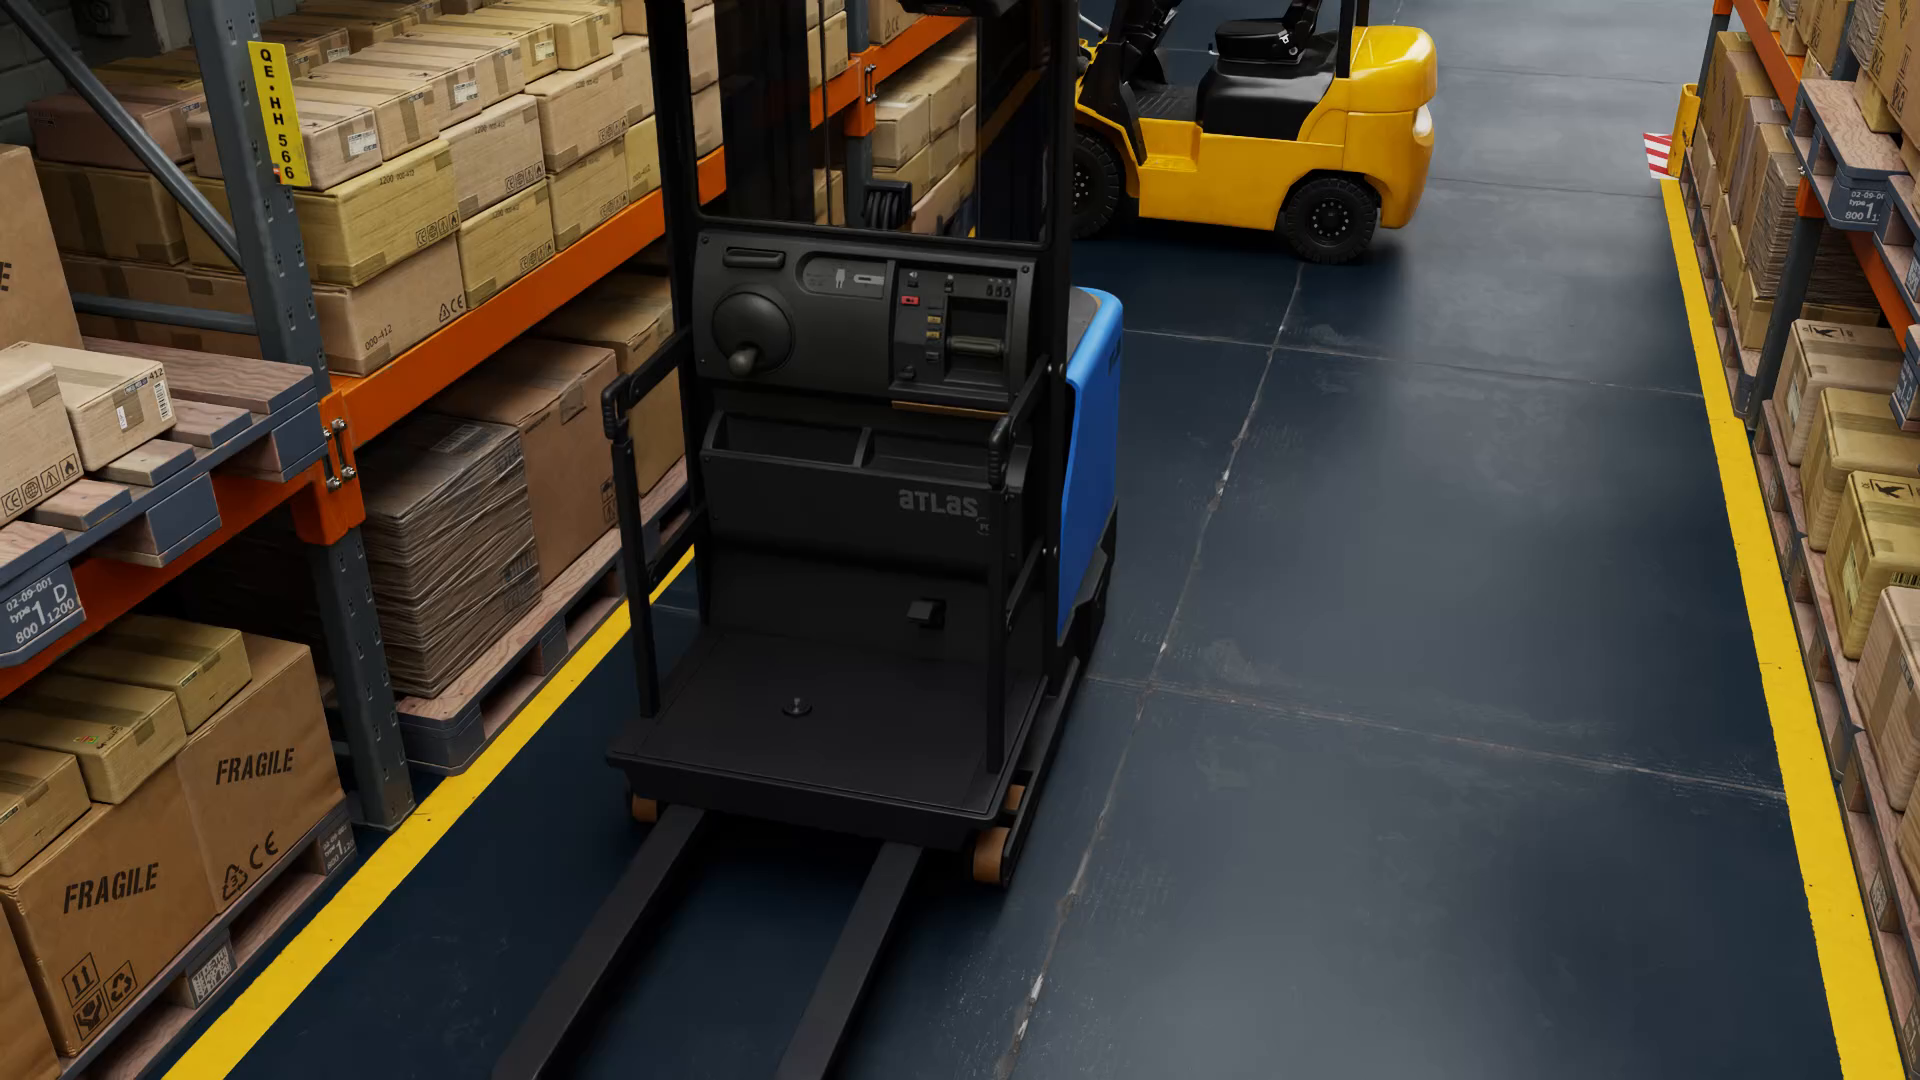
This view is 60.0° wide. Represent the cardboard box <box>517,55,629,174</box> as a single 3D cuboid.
[{"bbox_3d":[-1.395,-1.369,5.266,0.500,0.250,0.500,8,30,14],"label":"cardboard box"}]

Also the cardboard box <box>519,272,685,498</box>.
[{"bbox_3d":[-1.500,-0.623,6.296,0.875,0.625,0.625,7,30,13],"label":"cardboard box"}]

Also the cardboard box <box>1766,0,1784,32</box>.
[{"bbox_3d":[4.085,-2.519,7.952,0.380,0.149,0.250,9,30,15],"label":"cardboard box"}]

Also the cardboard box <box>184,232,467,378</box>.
[{"bbox_3d":[-1.714,-0.678,4.537,0.500,0.250,0.500,9,30,15],"label":"cardboard box"}]

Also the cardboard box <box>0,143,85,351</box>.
[{"bbox_3d":[-2.379,-0.582,3.676,0.500,0.500,0.500,10,31,17],"label":"cardboard box"}]

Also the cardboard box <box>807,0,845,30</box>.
[{"bbox_3d":[-0.804,-2.319,6.973,0.500,0.250,0.500,8,30,14],"label":"cardboard box"}]

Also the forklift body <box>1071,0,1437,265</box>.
[{"bbox_3d":[1.457,-2.777,9.030,2.313,2.155,1.214,8,30,15],"label":"forklift body"}]

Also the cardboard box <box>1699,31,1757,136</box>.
[{"bbox_3d":[4.509,-2.546,9.367,0.500,0.500,0.500,7,30,13],"label":"cardboard box"}]

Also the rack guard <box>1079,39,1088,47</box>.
[{"bbox_3d":[0.277,-3.208,11.503,1.175,0.500,0.348,8,30,15],"label":"rack guard"}]

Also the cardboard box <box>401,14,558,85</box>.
[{"bbox_3d":[-1.465,-1.497,5.085,0.380,0.149,0.250,9,30,15],"label":"cardboard box"}]

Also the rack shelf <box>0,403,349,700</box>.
[{"bbox_3d":[-2.665,0.672,2.697,1.077,0.370,4.000,8,30,15],"label":"rack shelf"}]

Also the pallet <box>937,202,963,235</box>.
[{"bbox_3d":[-0.631,-1.576,8.865,1.003,0.211,1.213,8,30,15],"label":"pallet"}]

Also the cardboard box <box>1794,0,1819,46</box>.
[{"bbox_3d":[3.879,-2.380,7.034,0.500,0.500,0.500,10,30,17],"label":"cardboard box"}]

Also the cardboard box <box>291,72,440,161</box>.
[{"bbox_3d":[-1.626,-1.129,4.424,0.380,0.149,0.250,9,30,16],"label":"cardboard box"}]

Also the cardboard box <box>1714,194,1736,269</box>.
[{"bbox_3d":[4.059,-1.504,8.264,0.500,0.250,0.500,9,30,16],"label":"cardboard box"}]

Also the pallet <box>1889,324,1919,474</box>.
[{"bbox_3d":[2.775,-0.128,3.592,1.213,0.211,1.003,8,30,15],"label":"pallet"}]

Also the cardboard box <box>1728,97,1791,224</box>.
[{"bbox_3d":[4.055,-1.821,8.063,0.500,0.500,0.500,10,31,18],"label":"cardboard box"}]

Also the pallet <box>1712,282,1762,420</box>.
[{"bbox_3d":[4.005,-0.823,7.512,1.003,0.211,1.213,8,30,15],"label":"pallet"}]

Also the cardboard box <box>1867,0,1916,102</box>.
[{"bbox_3d":[3.284,-1.672,5.328,0.500,0.500,0.500,9,30,15],"label":"cardboard box"}]

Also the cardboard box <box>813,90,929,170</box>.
[{"bbox_3d":[-0.462,-2.030,8.181,0.500,0.250,0.500,8,30,14],"label":"cardboard box"}]

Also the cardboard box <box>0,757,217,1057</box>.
[{"bbox_3d":[-2.154,0.795,3.874,0.500,0.500,0.500,8,30,14],"label":"cardboard box"}]

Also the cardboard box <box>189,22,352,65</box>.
[{"bbox_3d":[-2.066,-1.452,5.005,0.380,0.149,0.250,8,30,14],"label":"cardboard box"}]

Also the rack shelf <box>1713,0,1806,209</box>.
[{"bbox_3d":[4.429,-2.339,8.110,1.077,0.370,4.000,8,30,15],"label":"rack shelf"}]

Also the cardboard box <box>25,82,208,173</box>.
[{"bbox_3d":[-2.176,-1.079,4.334,0.380,0.149,0.250,9,30,16],"label":"cardboard box"}]

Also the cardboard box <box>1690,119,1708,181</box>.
[{"bbox_3d":[4.515,-2.230,9.569,0.500,0.250,0.500,8,30,14],"label":"cardboard box"}]

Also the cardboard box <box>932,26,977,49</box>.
[{"bbox_3d":[-0.006,-2.742,9.461,0.500,0.250,0.500,8,30,14],"label":"cardboard box"}]

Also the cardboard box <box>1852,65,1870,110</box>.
[{"bbox_3d":[3.378,-1.586,5.842,0.380,0.149,0.250,9,30,16],"label":"cardboard box"}]

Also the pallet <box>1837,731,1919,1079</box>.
[{"bbox_3d":[2.899,0.990,4.253,1.003,0.211,1.213,8,30,15],"label":"pallet"}]

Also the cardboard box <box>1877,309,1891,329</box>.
[{"bbox_3d":[4.273,-0.942,7.254,0.500,0.250,0.500,7,30,13],"label":"cardboard box"}]

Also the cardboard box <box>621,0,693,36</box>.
[{"bbox_3d":[-1.143,-1.835,5.693,0.380,0.149,0.250,8,30,14],"label":"cardboard box"}]

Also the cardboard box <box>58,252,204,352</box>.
[{"bbox_3d":[-2.191,-0.752,4.670,0.500,0.250,0.500,8,30,14],"label":"cardboard box"}]

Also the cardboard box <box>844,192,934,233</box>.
[{"bbox_3d":[-0.446,-1.590,8.420,0.500,0.250,0.500,9,30,15],"label":"cardboard box"}]

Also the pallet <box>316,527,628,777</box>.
[{"bbox_3d":[-1.799,0.270,5.548,1.003,0.211,1.213,8,30,15],"label":"pallet"}]

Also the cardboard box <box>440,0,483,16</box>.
[{"bbox_3d":[-1.744,-1.795,5.622,0.380,0.149,0.250,9,30,16],"label":"cardboard box"}]

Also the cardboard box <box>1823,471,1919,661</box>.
[{"bbox_3d":[3.280,0.143,5.179,0.950,0.372,0.625,10,30,17],"label":"cardboard box"}]

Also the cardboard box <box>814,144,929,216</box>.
[{"bbox_3d":[-0.467,-1.812,8.304,0.500,0.250,0.500,8,30,15],"label":"cardboard box"}]

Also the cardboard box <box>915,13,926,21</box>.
[{"bbox_3d":[-0.387,-2.888,8.253,0.500,0.500,0.500,9,30,16],"label":"cardboard box"}]

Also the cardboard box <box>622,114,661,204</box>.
[{"bbox_3d":[-1.264,-1.392,5.821,0.500,0.250,0.500,9,30,16],"label":"cardboard box"}]

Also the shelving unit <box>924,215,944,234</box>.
[{"bbox_3d":[0.016,-0.559,6.020,0.258,1.200,0.189,7,30,13],"label":"shelving unit"}]

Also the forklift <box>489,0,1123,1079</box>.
[{"bbox_3d":[-0.317,-0.546,4.216,1.130,2.935,3.031,7,30,13],"label":"forklift"}]

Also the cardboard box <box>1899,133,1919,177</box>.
[{"bbox_3d":[3.170,-1.215,5.175,0.380,0.149,0.250,9,30,16],"label":"cardboard box"}]

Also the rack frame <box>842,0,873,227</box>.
[{"bbox_3d":[-0.904,-2.431,7.534,1.000,3.000,0.127,8,30,15],"label":"rack frame"}]

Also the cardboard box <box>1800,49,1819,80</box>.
[{"bbox_3d":[3.712,-1.924,6.882,0.380,0.149,0.250,9,30,16],"label":"cardboard box"}]

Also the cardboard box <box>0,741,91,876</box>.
[{"bbox_3d":[-2.151,0.567,3.618,0.380,0.149,0.250,7,30,13],"label":"cardboard box"}]
